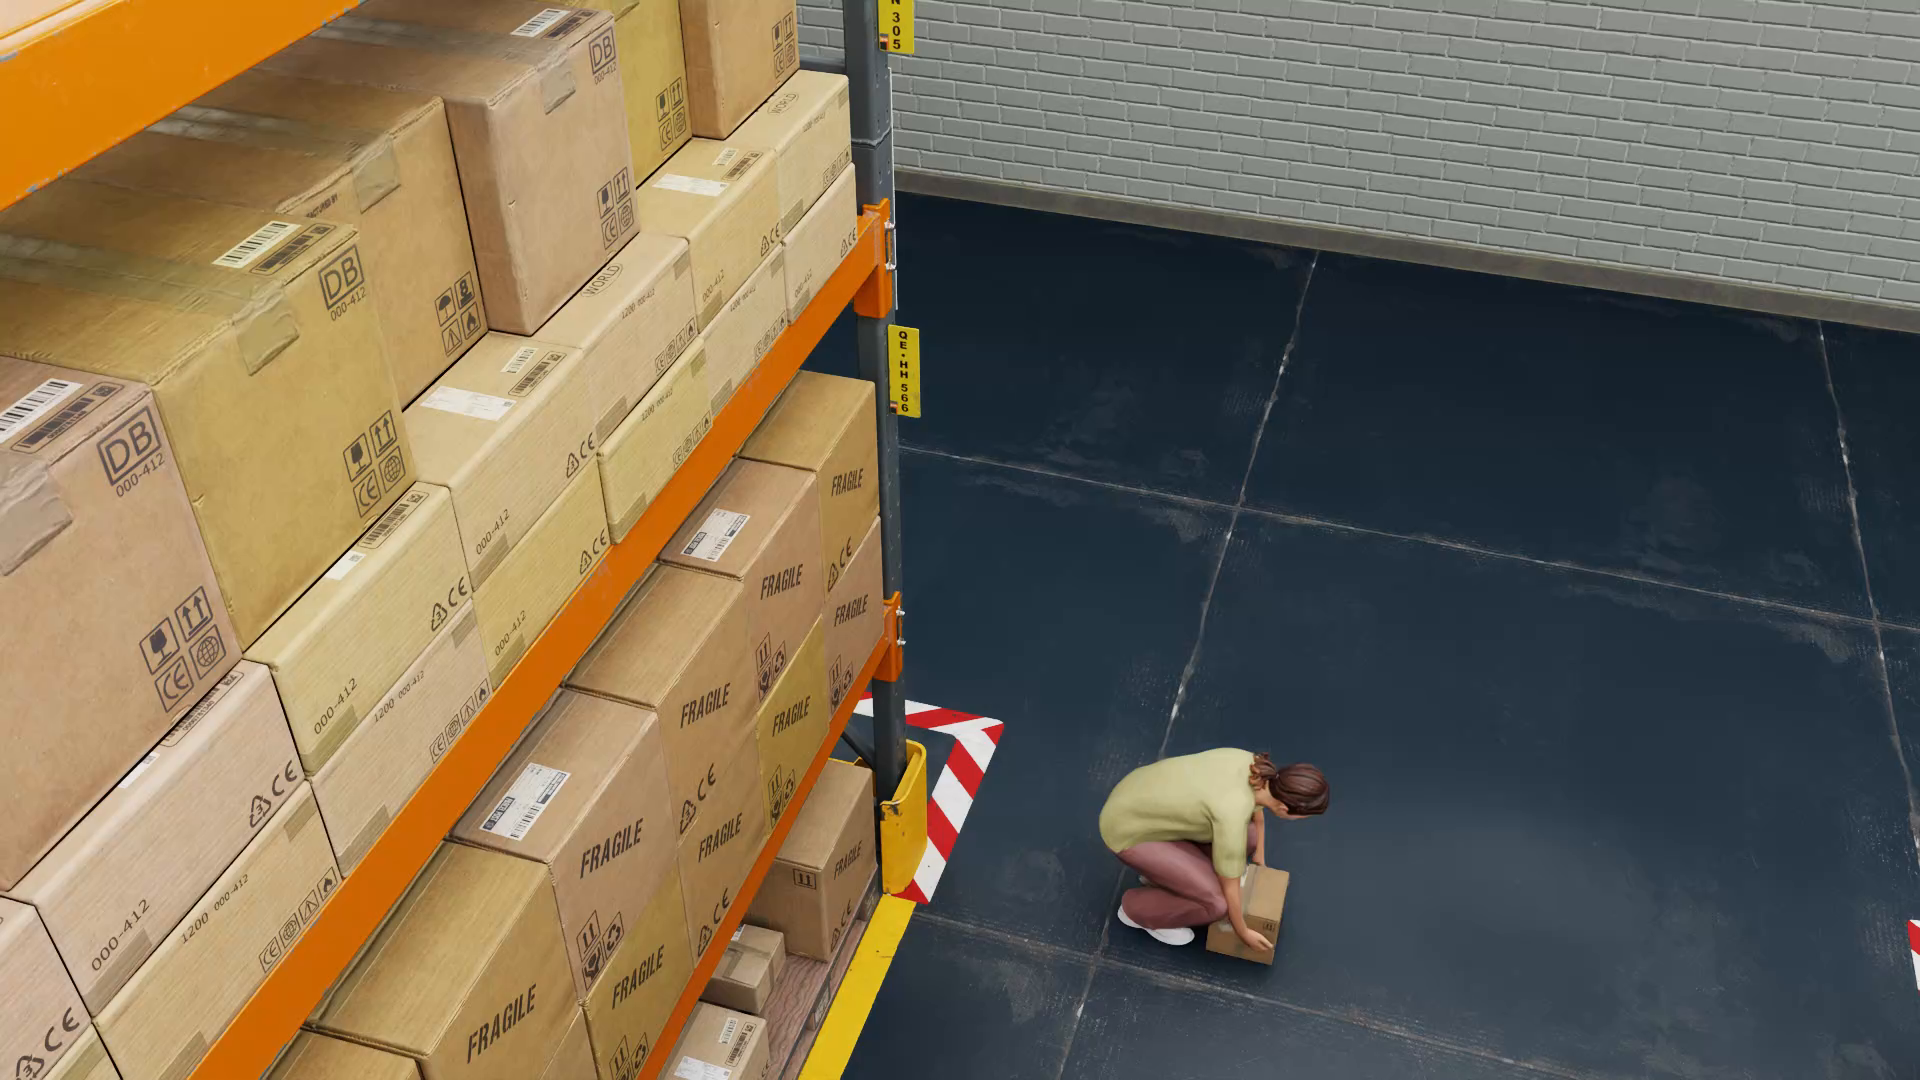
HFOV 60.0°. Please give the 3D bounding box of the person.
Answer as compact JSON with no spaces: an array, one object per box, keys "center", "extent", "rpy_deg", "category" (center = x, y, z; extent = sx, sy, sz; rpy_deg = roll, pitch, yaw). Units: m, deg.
[{"center":[0.917,1.093,6.126],"extent":[0.798,0.864,0.493],"rpy_deg":[16,40,20],"category":"person"}]
